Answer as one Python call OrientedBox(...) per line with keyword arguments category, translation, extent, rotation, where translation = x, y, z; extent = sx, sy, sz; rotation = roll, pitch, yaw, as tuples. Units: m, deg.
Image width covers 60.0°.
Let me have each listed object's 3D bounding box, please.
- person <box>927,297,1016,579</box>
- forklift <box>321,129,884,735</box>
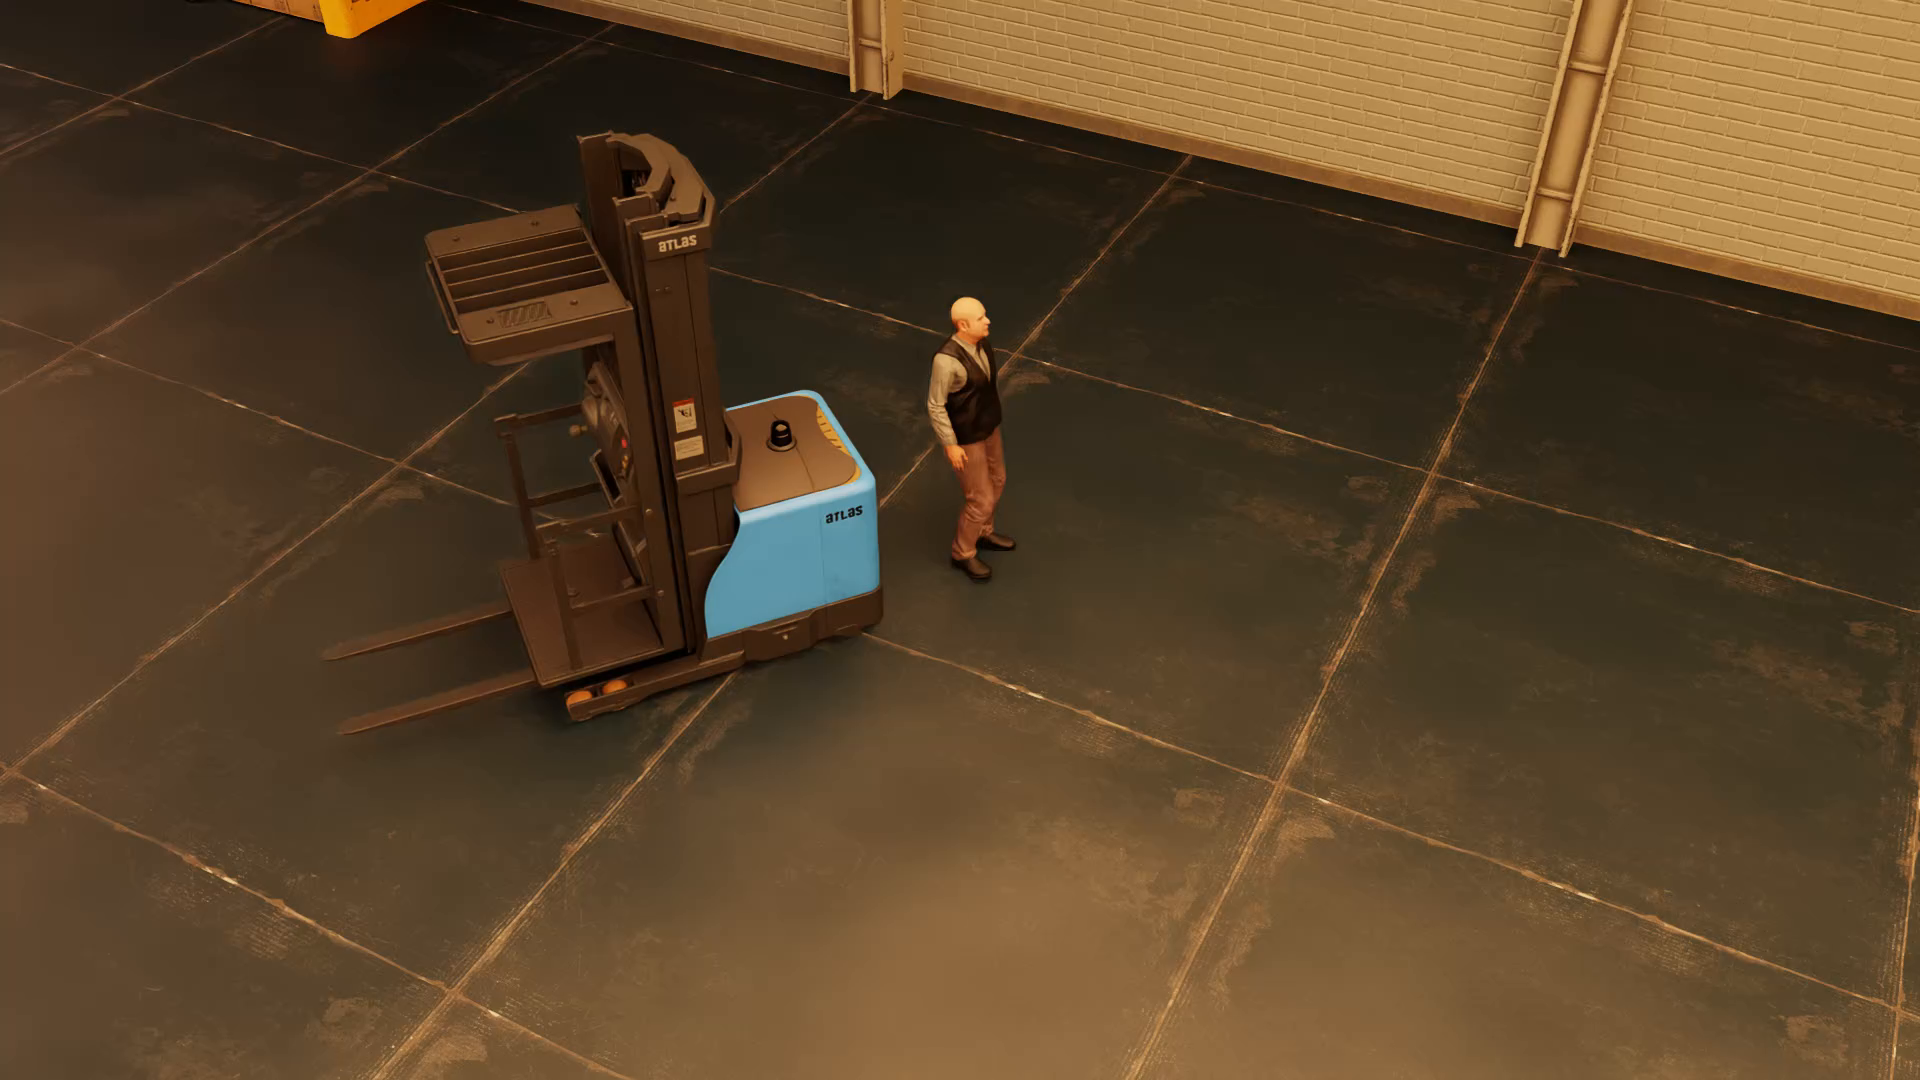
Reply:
OrientedBox(category="person", translation=(0.094, -0.623, 9.700), extent=(0.496, 1.711, 0.712), rotation=(16, 43, 18))
OrientedBox(category="forklift", translation=(-2.006, -0.524, 8.608), extent=(3.031, 2.935, 1.130), rotation=(-16, 43, -18))
